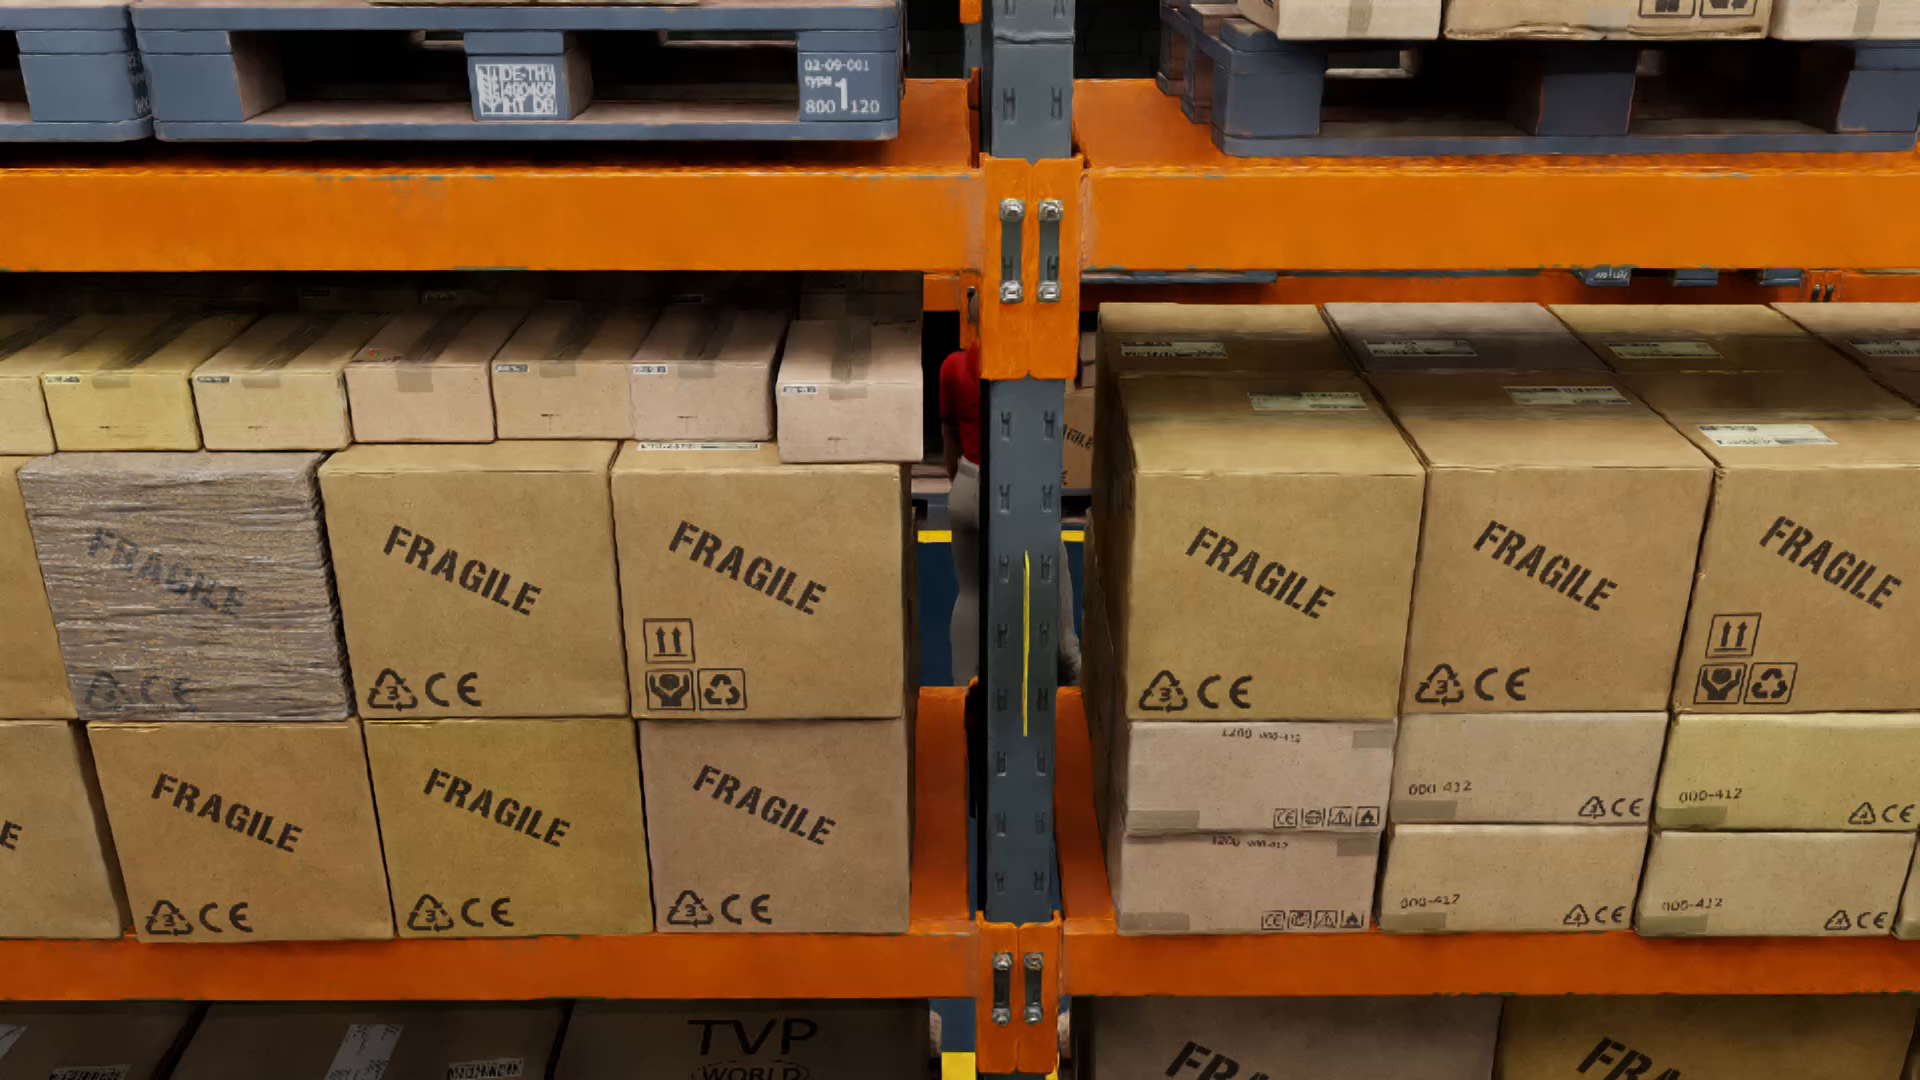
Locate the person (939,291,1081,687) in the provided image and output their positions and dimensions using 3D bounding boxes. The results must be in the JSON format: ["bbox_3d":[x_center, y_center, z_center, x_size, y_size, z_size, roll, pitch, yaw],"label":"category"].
[{"bbox_3d":[0.264,-0.165,6.491,0.710,1.721,0.582,-20,31,-37],"label":"person"}]
